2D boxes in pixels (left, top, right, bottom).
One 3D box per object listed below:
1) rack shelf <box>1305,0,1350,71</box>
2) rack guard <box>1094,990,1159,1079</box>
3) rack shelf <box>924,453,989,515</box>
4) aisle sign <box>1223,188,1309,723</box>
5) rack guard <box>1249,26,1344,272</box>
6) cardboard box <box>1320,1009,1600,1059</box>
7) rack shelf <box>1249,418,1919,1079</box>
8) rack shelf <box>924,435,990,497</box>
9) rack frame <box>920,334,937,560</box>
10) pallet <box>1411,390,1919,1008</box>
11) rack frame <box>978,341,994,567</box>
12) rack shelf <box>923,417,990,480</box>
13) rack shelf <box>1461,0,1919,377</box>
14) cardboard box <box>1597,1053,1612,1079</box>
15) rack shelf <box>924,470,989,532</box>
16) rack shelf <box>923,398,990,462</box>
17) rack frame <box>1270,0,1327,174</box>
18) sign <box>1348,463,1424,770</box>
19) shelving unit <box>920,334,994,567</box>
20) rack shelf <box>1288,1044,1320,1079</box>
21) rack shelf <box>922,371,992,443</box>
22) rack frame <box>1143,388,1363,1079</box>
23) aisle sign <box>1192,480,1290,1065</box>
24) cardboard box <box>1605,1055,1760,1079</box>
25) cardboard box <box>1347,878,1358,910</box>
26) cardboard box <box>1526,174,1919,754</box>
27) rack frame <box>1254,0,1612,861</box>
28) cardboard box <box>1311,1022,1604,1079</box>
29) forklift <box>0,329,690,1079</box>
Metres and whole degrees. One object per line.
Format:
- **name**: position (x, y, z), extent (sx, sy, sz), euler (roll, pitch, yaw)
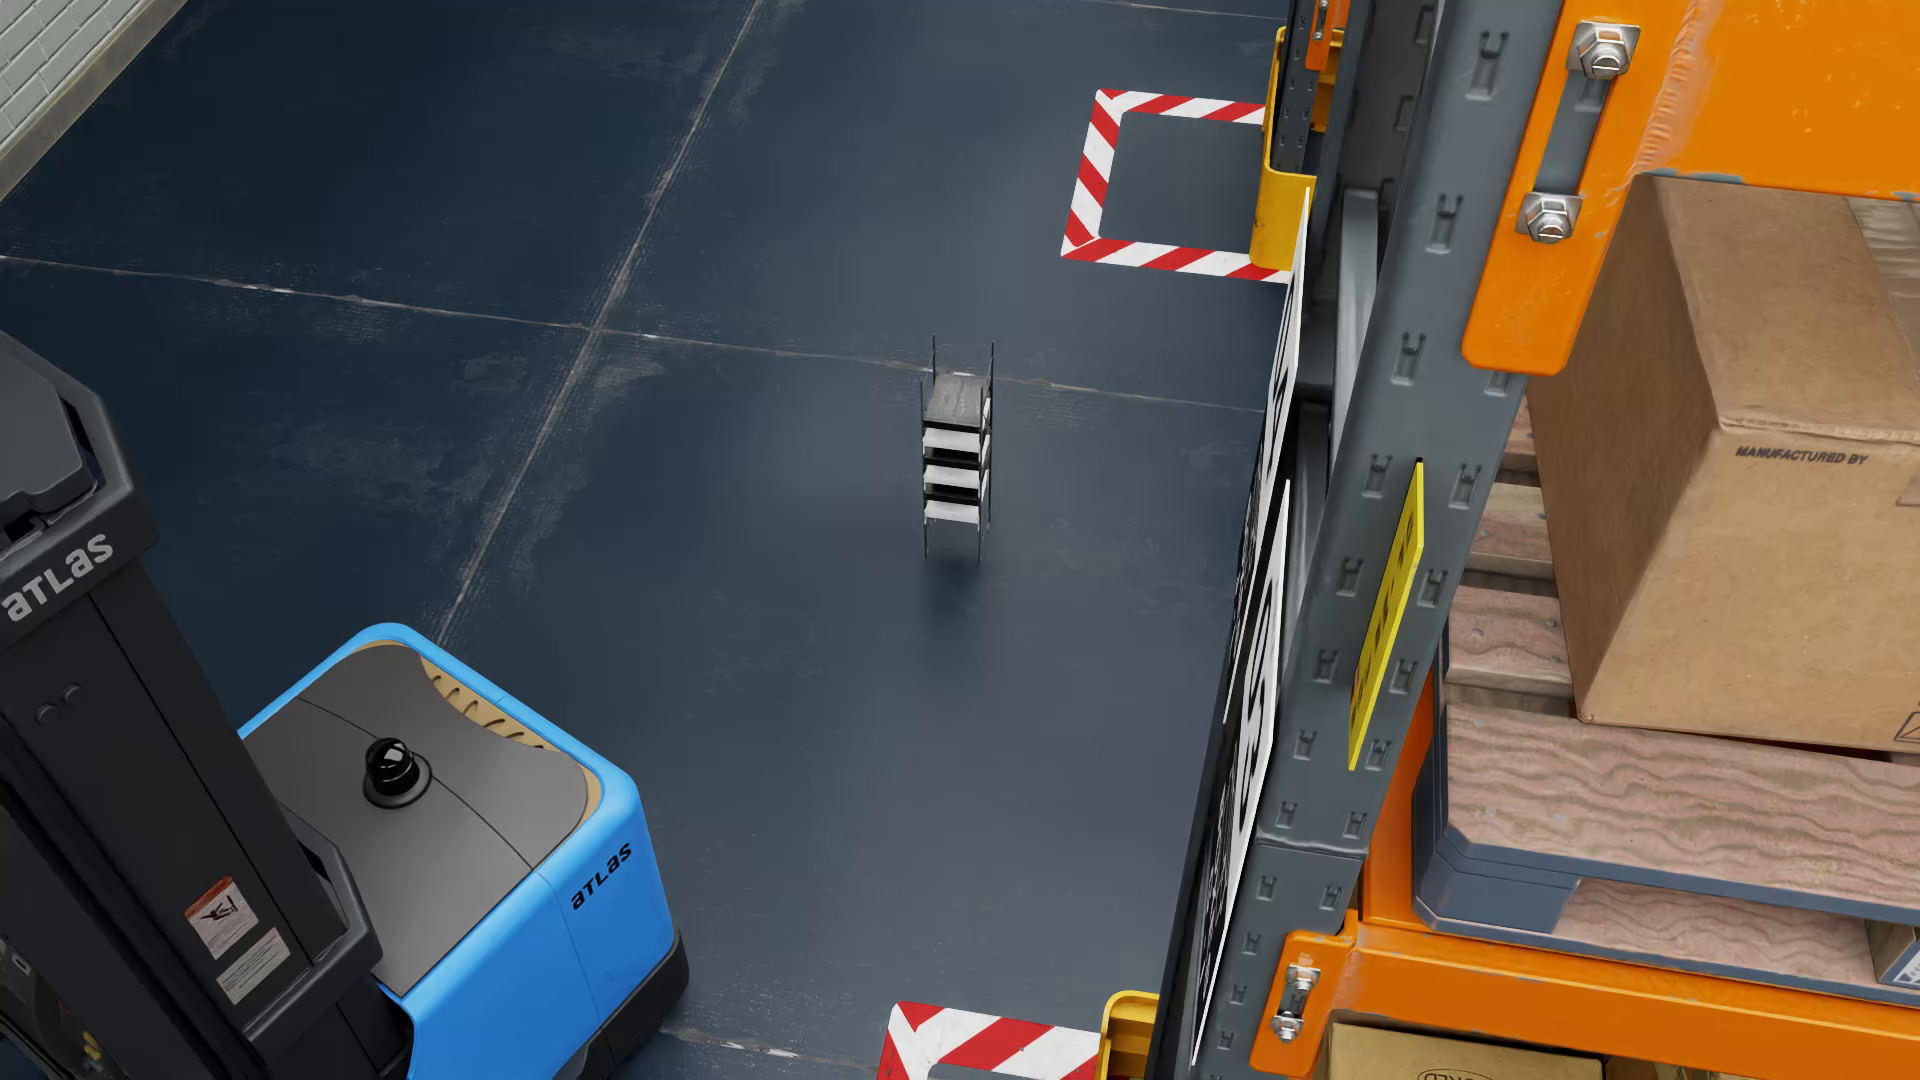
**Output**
- **rack shelf**: position (3.438, -2.119, 6.621), extent (4.000, 0.370, 1.077), euler (8, 49, 7)
- **rack guard**: position (0.465, 1.825, 4.274), extent (0.348, 0.500, 1.175), euler (8, 49, 7)
- **rack shelf**: position (-0.008, -0.219, 6.008), extent (0.200, 0.077, 0.258), euler (8, 49, 7)
- **aisle sign**: position (0.471, -0.105, 2.580), extent (0.004, 0.787, 0.394), euler (8, 49, 7)
- **rack guard**: position (1.545, -1.779, 7.512), extent (0.348, 0.500, 1.175), euler (8, 49, 7)
- **cardboard box**: position (1.012, 0.814, 3.403), extent (0.500, 0.250, 0.500), euler (7, 48, 6)
- **rack shelf**: position (2.456, 0.495, 2.255), extent (4.000, 0.370, 1.077), euler (8, 49, 7)
- **rack shelf**: position (-0.008, -0.280, 5.941), extent (0.200, 0.077, 0.258), euler (8, 49, 7)
- **rack frame**: position (-0.108, -0.315, 5.928), extent (0.006, 0.900, 0.240), euler (8, 49, 7)
- **pallet**: position (1.220, 0.111, 2.177), extent (1.213, 0.211, 1.003), euler (8, 49, 7)
- **rack frame**: position (0.092, -0.288, 5.904), extent (0.006, 0.900, 0.240), euler (8, 49, 7)
- **rack shelf**: position (-0.008, -0.340, 5.874), extent (0.200, 0.077, 0.258), euler (8, 49, 7)
- **rack shelf**: position (2.456, -0.373, 1.288), extent (4.000, 0.370, 1.077), euler (8, 49, 7)
- **cardboard box**: position (1.511, 0.881, 3.343), extent (0.500, 0.250, 0.500), euler (7, 48, 6)
- **rack shelf**: position (-0.008, -0.159, 6.075), extent (0.200, 0.077, 0.258), euler (8, 49, 7)
- **rack shelf**: position (-0.008, -0.400, 5.807), extent (0.200, 0.077, 0.258), euler (8, 49, 7)
- **rack frame**: position (1.470, -2.624, 6.591), extent (0.127, 3.000, 1.000), euler (8, 49, 7)
- **sign**: position (0.384, 0.077, 1.507), extent (0.005, 0.325, 0.100), euler (8, 49, 7)
- **shelving unit**: position (-0.008, -0.302, 5.916), extent (0.210, 0.900, 0.258), euler (8, 49, 7)
- **rack shelf**: position (2.456, 1.498, 3.371), extent (4.000, 0.370, 1.077), euler (8, 49, 7)
- **rack shelf**: position (-0.008, -0.460, 5.740), extent (0.200, 0.077, 0.258), euler (8, 49, 7)
- **rack frame**: position (0.488, 0.993, 3.341), extent (0.127, 3.000, 1.000), euler (8, 49, 7)
- **aisle sign**: position (0.364, 0.334, 2.185), extent (0.004, 0.787, 0.394), euler (8, 49, 7)
- **cardboard box**: position (1.405, 1.020, 2.713), extent (0.500, 0.500, 0.500), euler (7, 48, 6)
- **cardboard box**: position (1.014, 0.565, 3.122), extent (0.500, 0.500, 0.500), euler (8, 49, 7)
- **cardboard box**: position (1.009, -0.187, 1.968), extent (0.500, 0.500, 0.700), euler (5, 48, 5)
- **rack frame**: position (0.488, -1.012, 1.110), extent (0.127, 3.000, 1.000), euler (8, 49, 7)
- **cardboard box**: position (0.913, 1.205, 3.052), extent (0.500, 0.250, 0.500), euler (7, 48, 6)
- **forklift**: position (-2.081, 1.041, 3.344), extent (1.130, 2.935, 3.031), euler (28, 54, 23)
